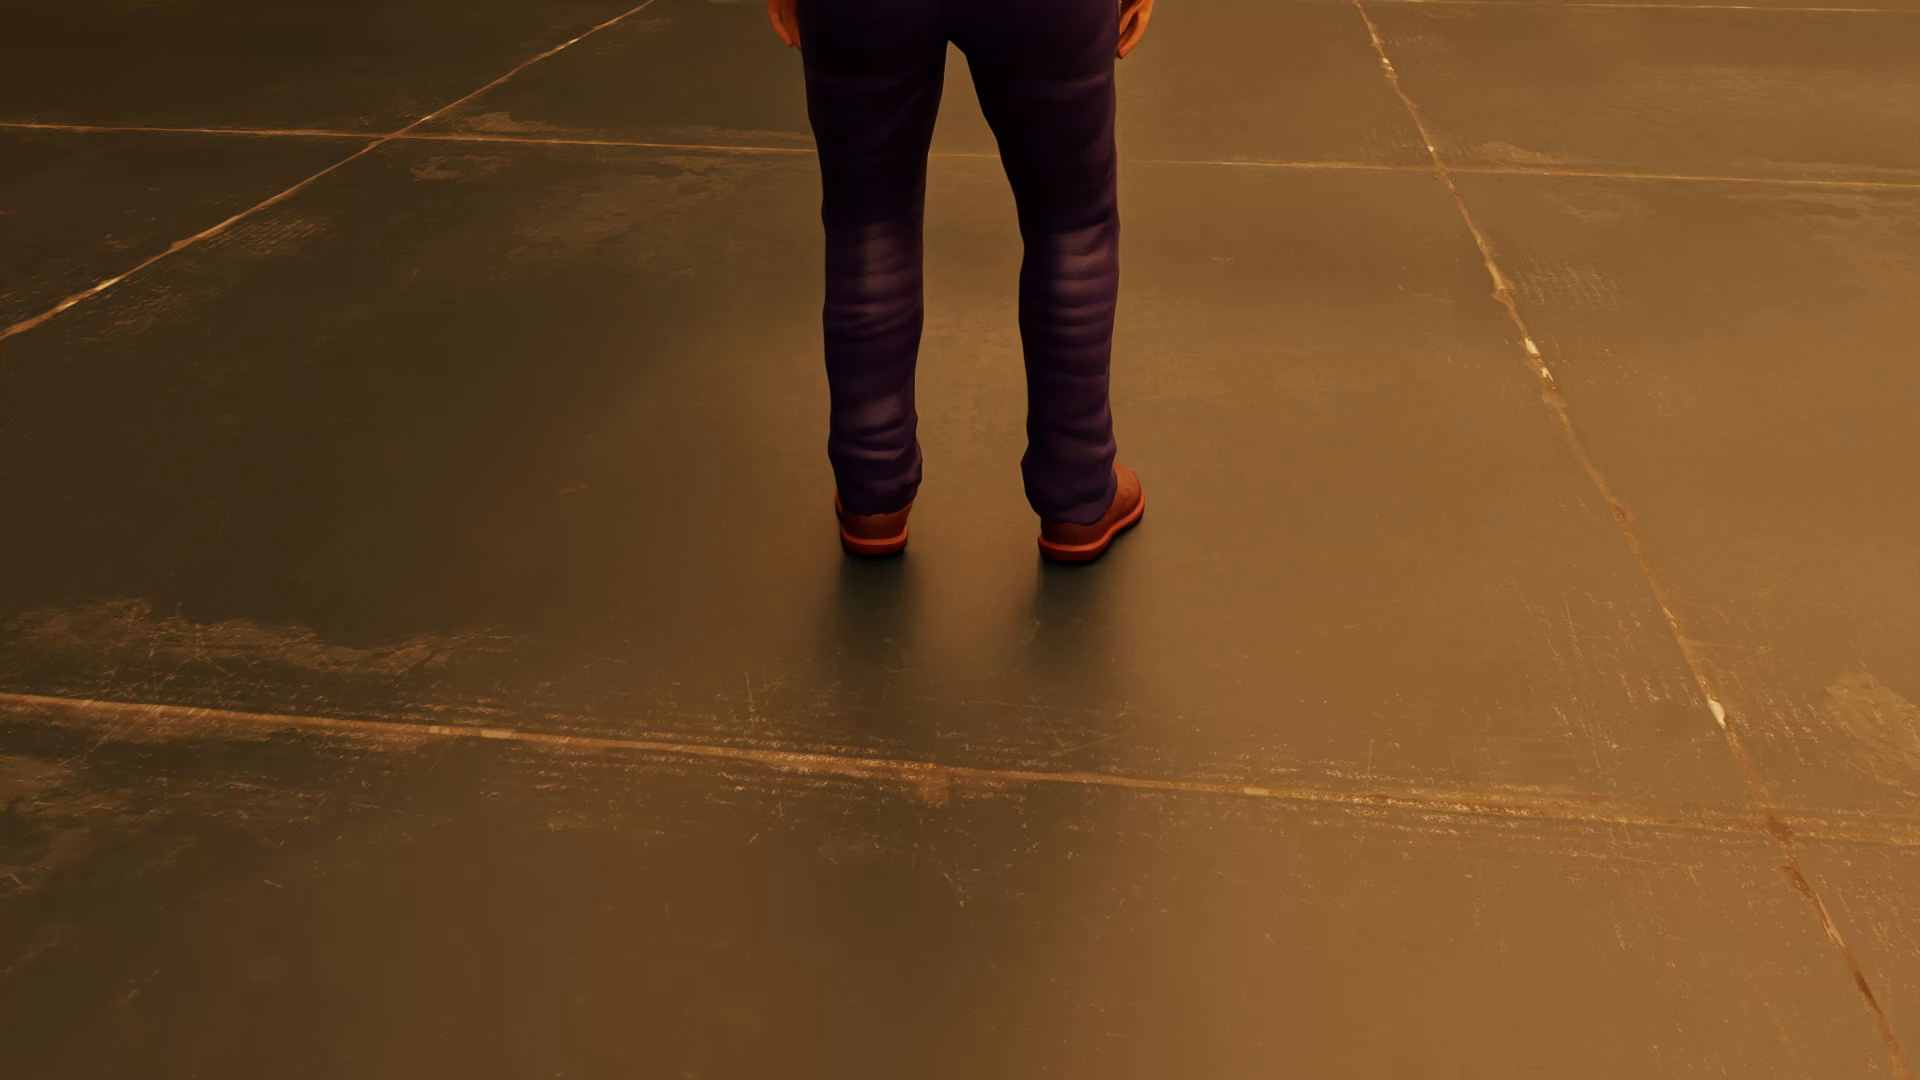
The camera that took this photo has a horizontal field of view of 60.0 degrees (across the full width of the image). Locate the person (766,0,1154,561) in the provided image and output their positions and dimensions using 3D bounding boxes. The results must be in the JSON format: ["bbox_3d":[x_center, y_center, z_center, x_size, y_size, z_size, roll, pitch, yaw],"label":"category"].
[{"bbox_3d":[0.006,-0.751,2.158,0.546,1.651,0.373,3,27,5],"label":"person"}]
